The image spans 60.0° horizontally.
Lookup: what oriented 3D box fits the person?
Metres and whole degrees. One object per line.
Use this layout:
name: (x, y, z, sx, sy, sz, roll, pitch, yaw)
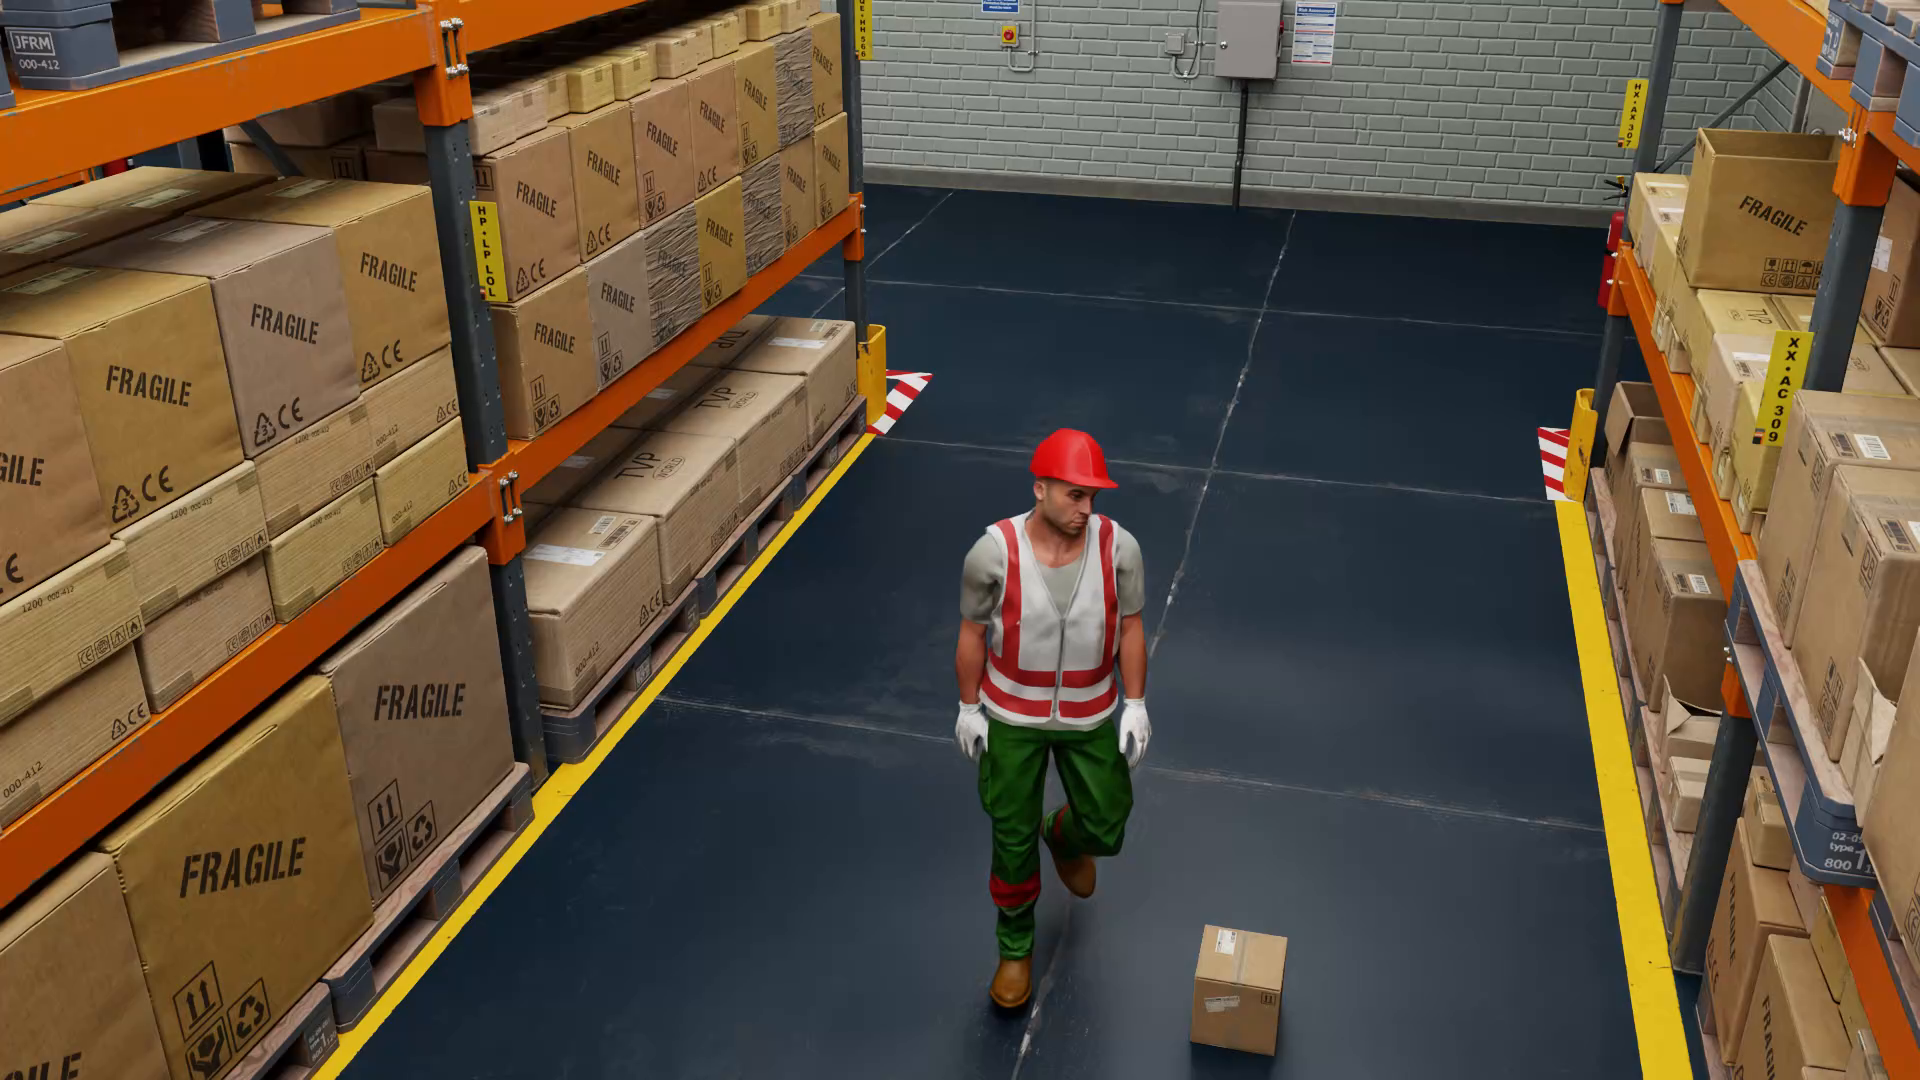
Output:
person: (0.289, 0.602, 4.780, 0.632, 1.787, 0.632, 20, 32, 36)
